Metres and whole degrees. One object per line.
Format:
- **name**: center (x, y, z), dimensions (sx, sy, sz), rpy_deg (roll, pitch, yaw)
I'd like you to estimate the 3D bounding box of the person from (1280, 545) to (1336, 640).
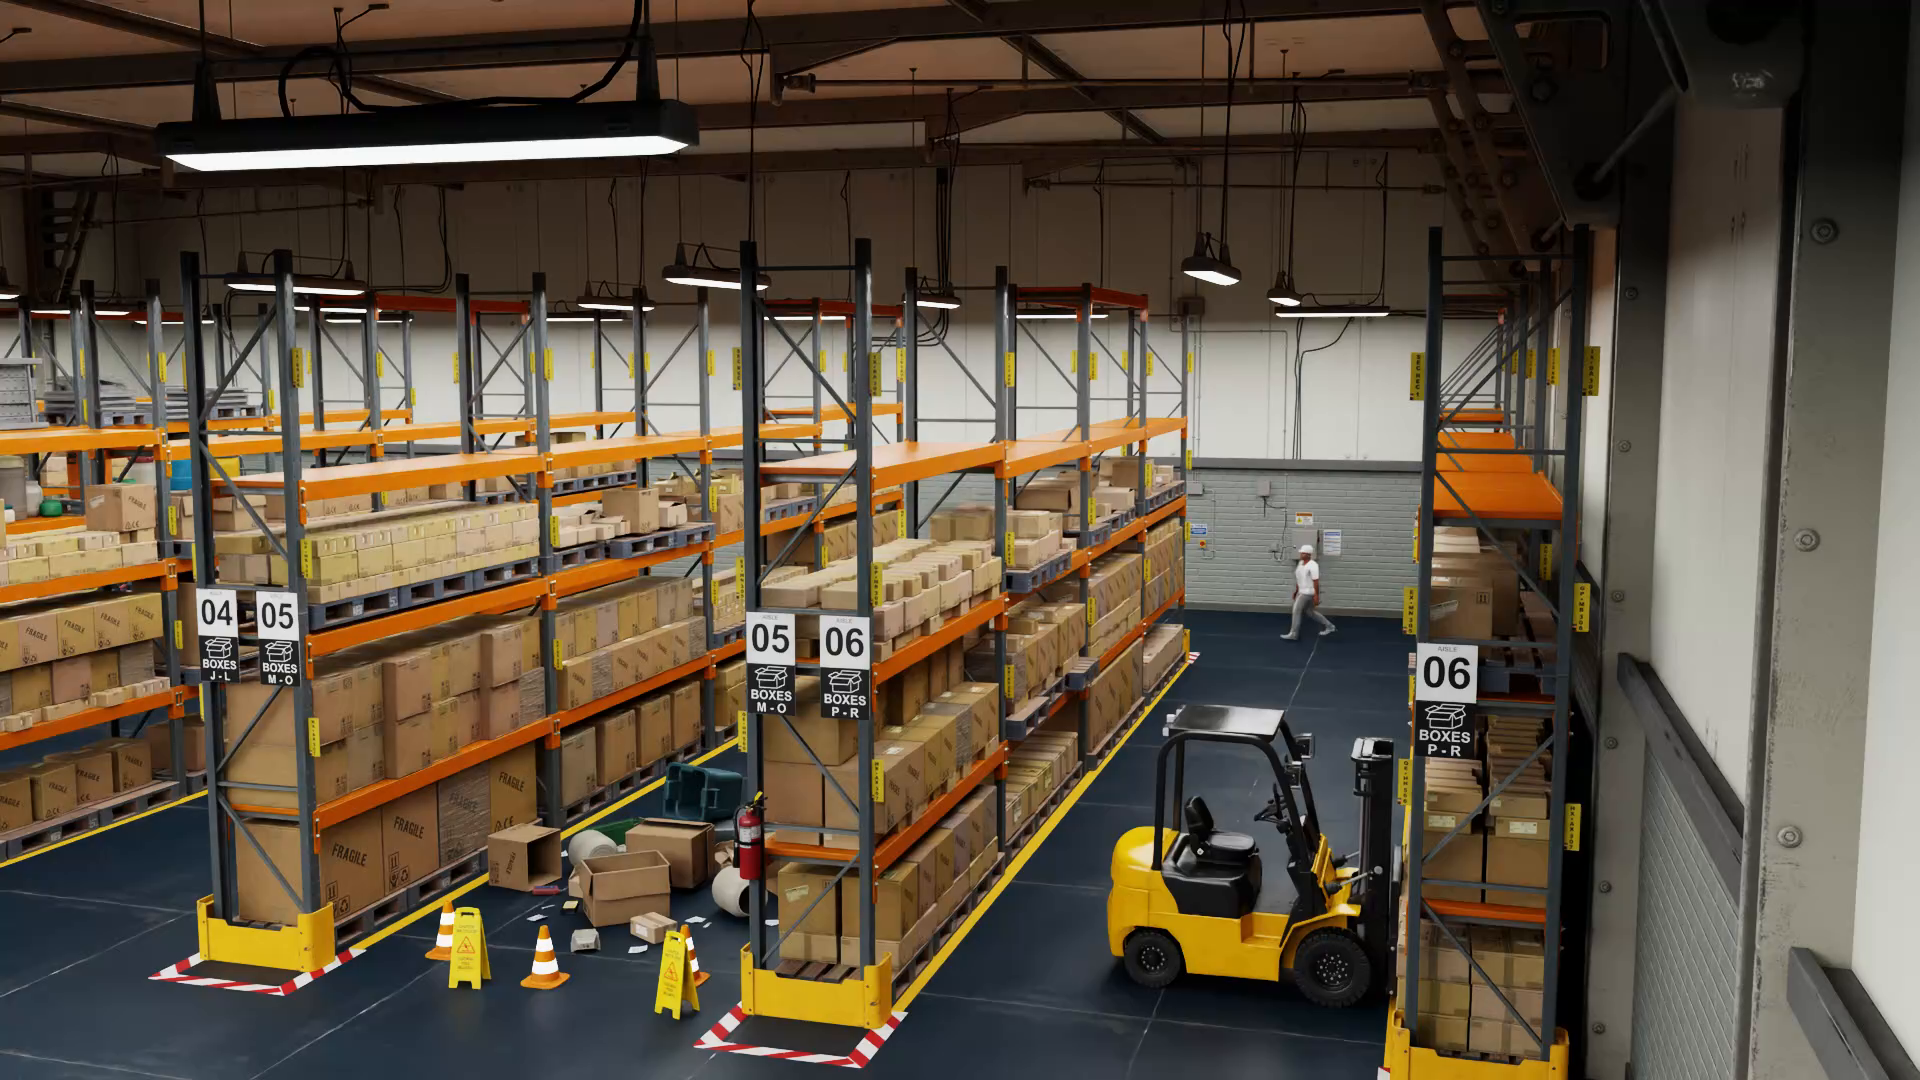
- **person**: center (6.297, 0.945, 30.029), dimensions (0.997, 1.733, 0.526), rpy_deg (1, 6, 7)
